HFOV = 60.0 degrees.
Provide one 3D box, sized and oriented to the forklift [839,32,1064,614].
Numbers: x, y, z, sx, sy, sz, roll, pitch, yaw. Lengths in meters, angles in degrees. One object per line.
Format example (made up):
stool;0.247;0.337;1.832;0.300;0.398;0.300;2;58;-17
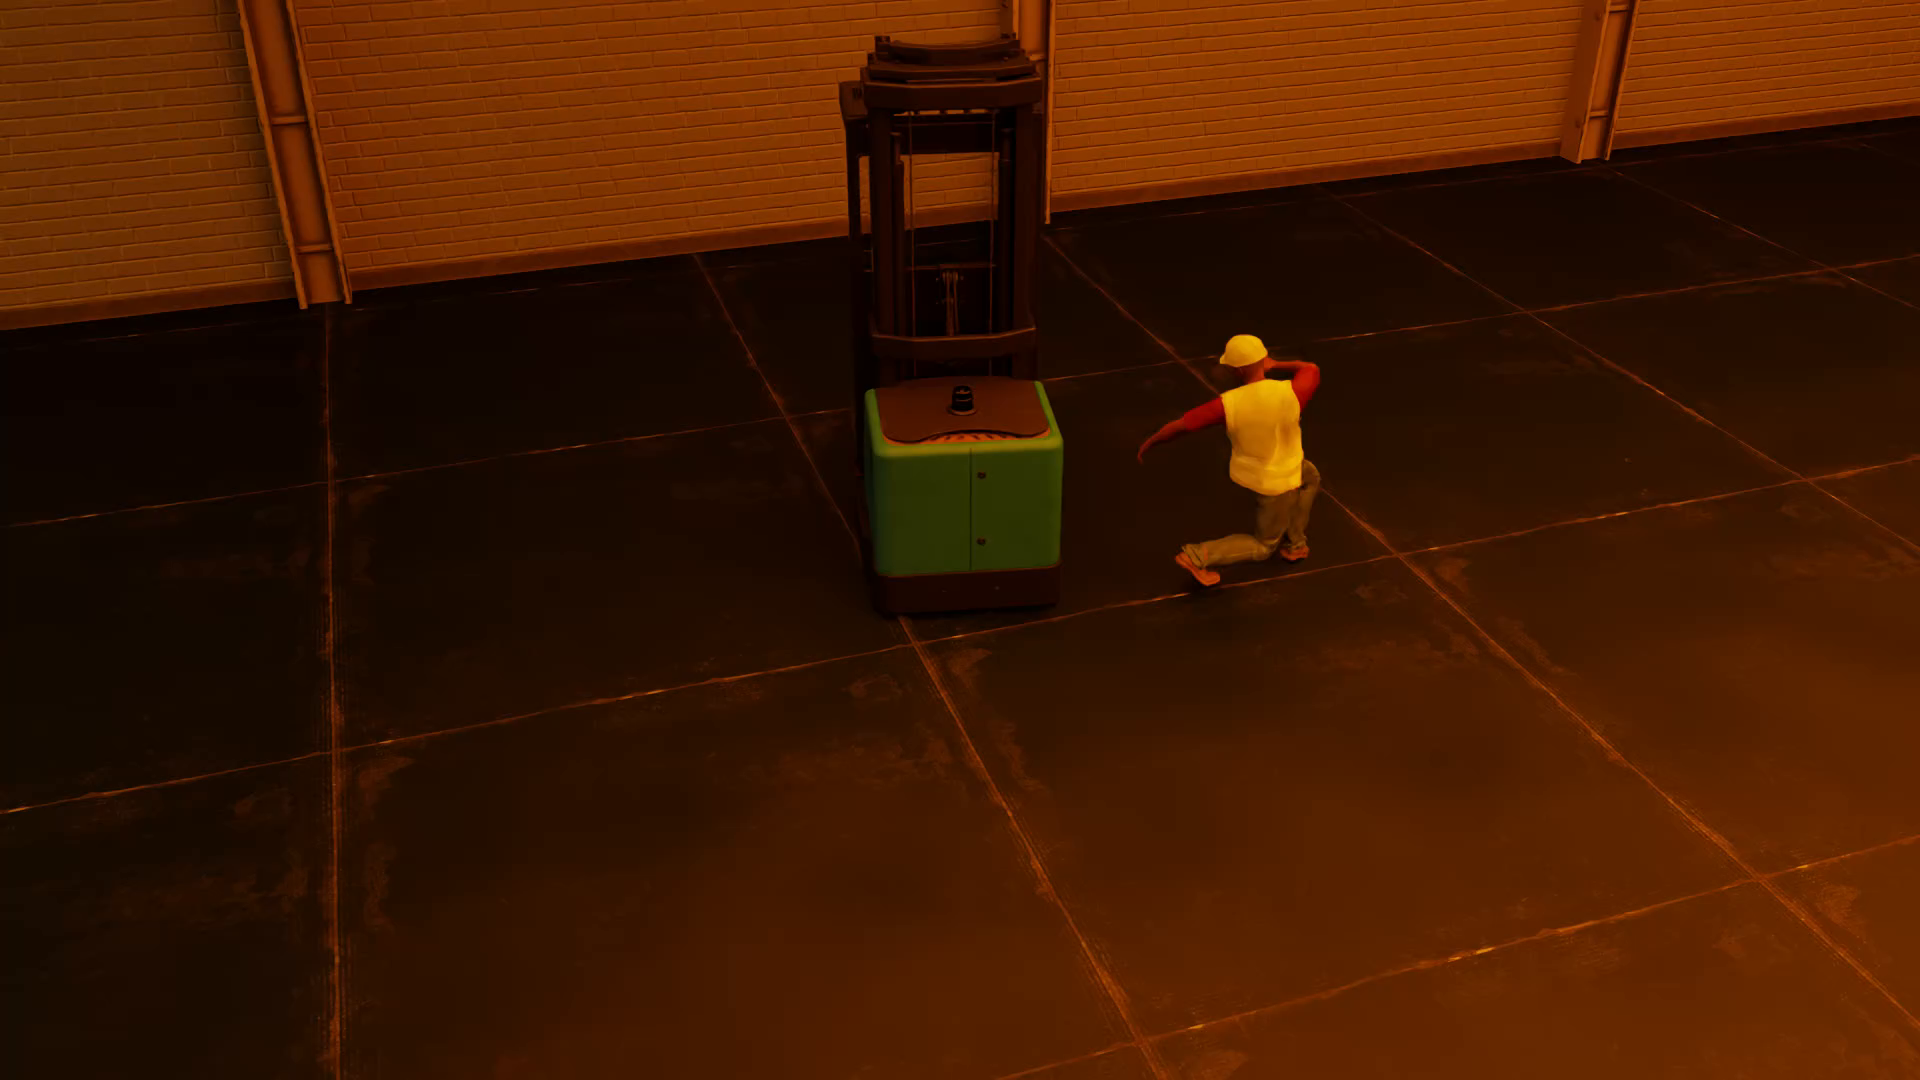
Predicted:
forklift;-0.114;-1.574;9.823;1.130;2.935;3.031;-3;30;-6

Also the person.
person;1.582;-0.505;9.443;0.974;1.501;0.839;-21;36;-32
